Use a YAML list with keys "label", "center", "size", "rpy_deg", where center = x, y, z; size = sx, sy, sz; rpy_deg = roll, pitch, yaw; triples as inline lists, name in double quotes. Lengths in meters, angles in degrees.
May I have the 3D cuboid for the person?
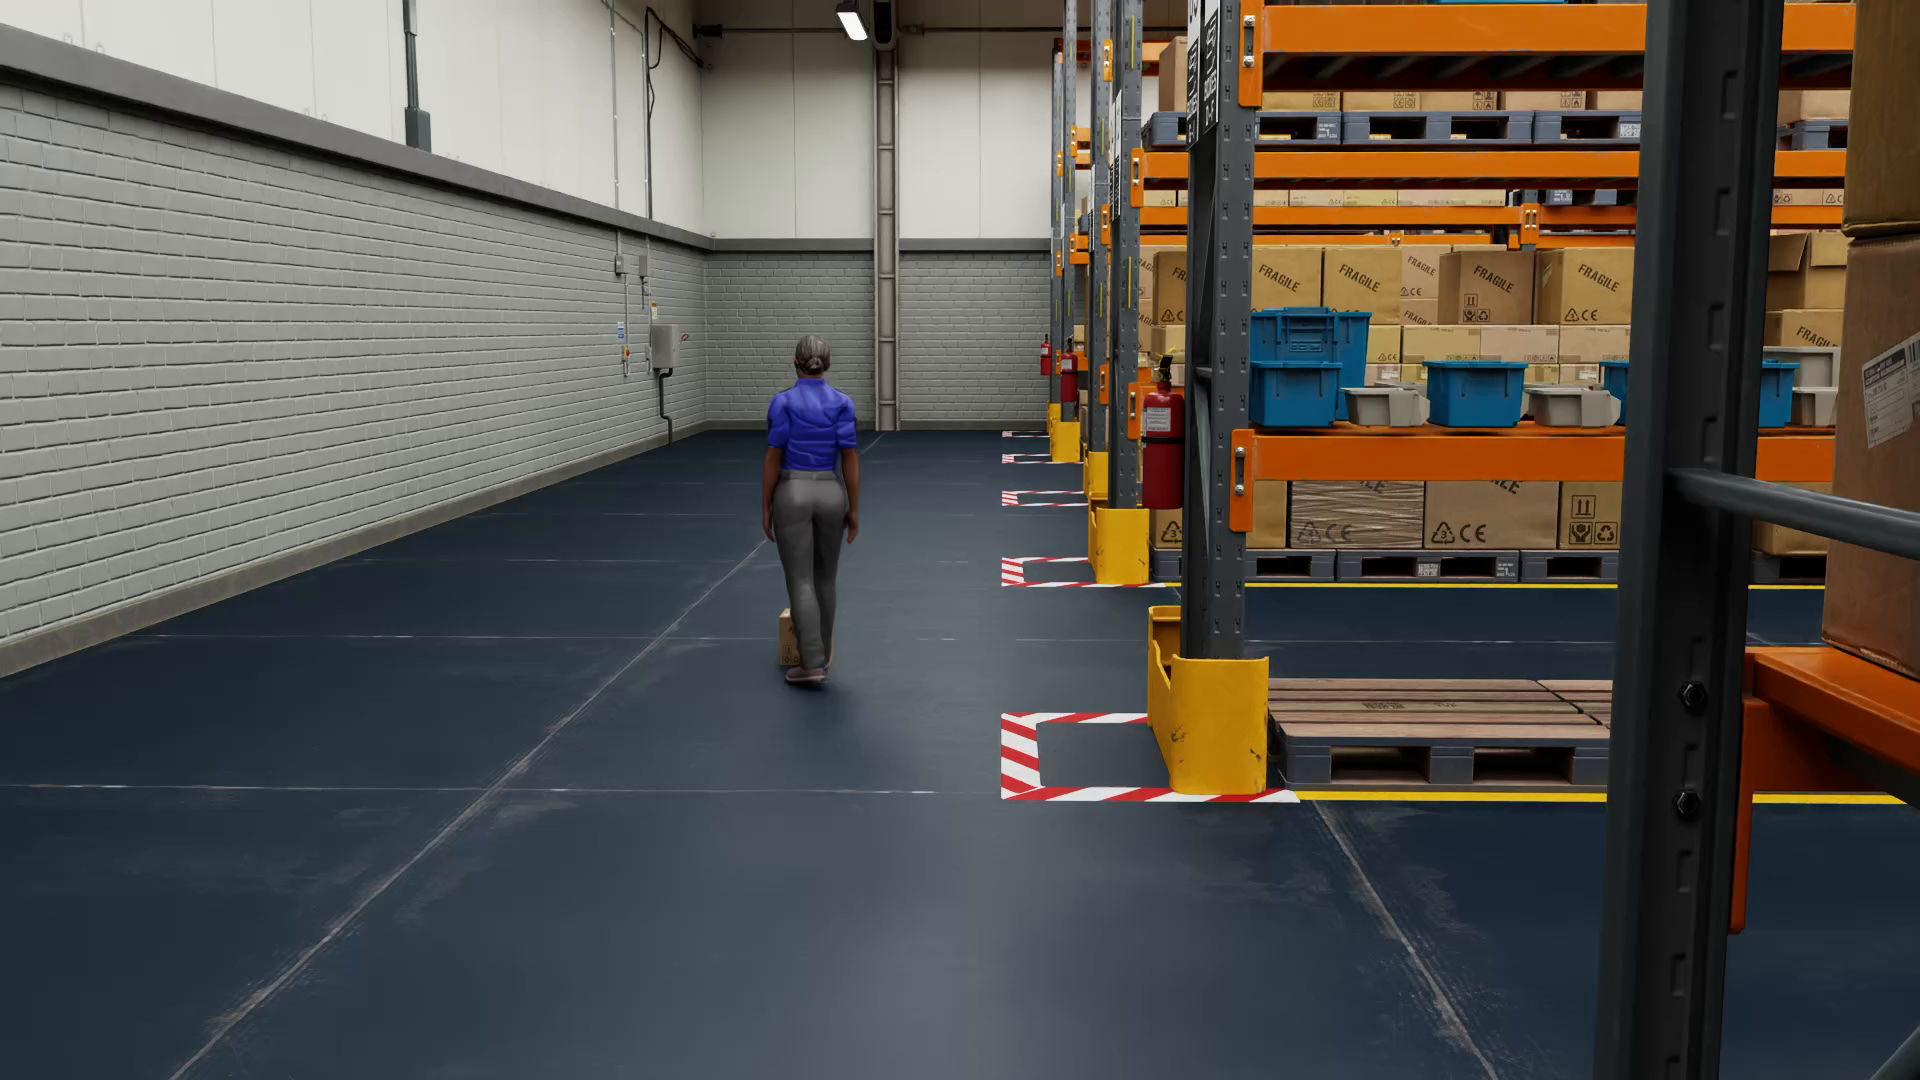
- label: "person"
  center: [-0.746, -0.161, 7.989]
  size: [0.451, 1.651, 0.665]
  rpy_deg: [-3, 8, -22]
